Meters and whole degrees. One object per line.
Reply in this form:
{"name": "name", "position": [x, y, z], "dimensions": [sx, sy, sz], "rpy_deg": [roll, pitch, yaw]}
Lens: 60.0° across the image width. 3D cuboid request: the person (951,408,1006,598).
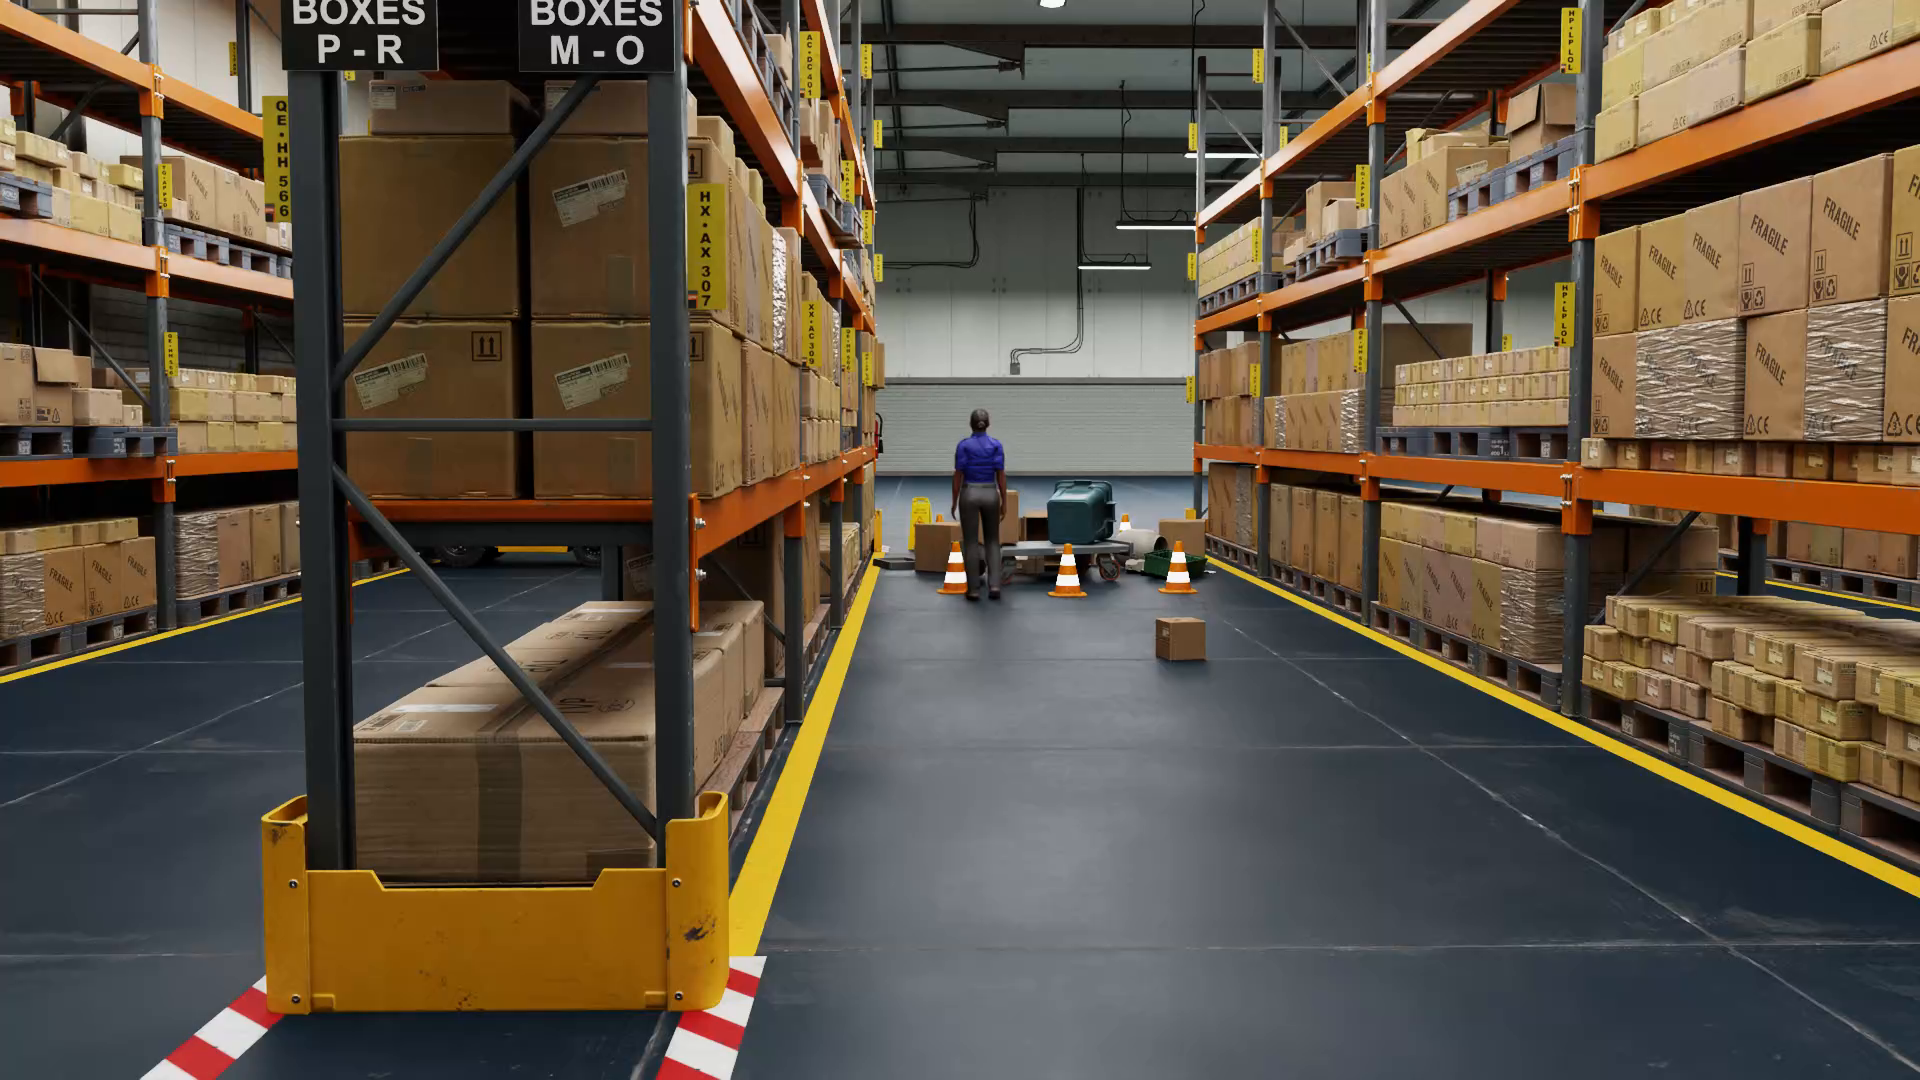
{"name": "person", "position": [0.157, -0.294, 14.614], "dimensions": [0.467, 1.722, 0.395], "rpy_deg": [-1, 4, -9]}
